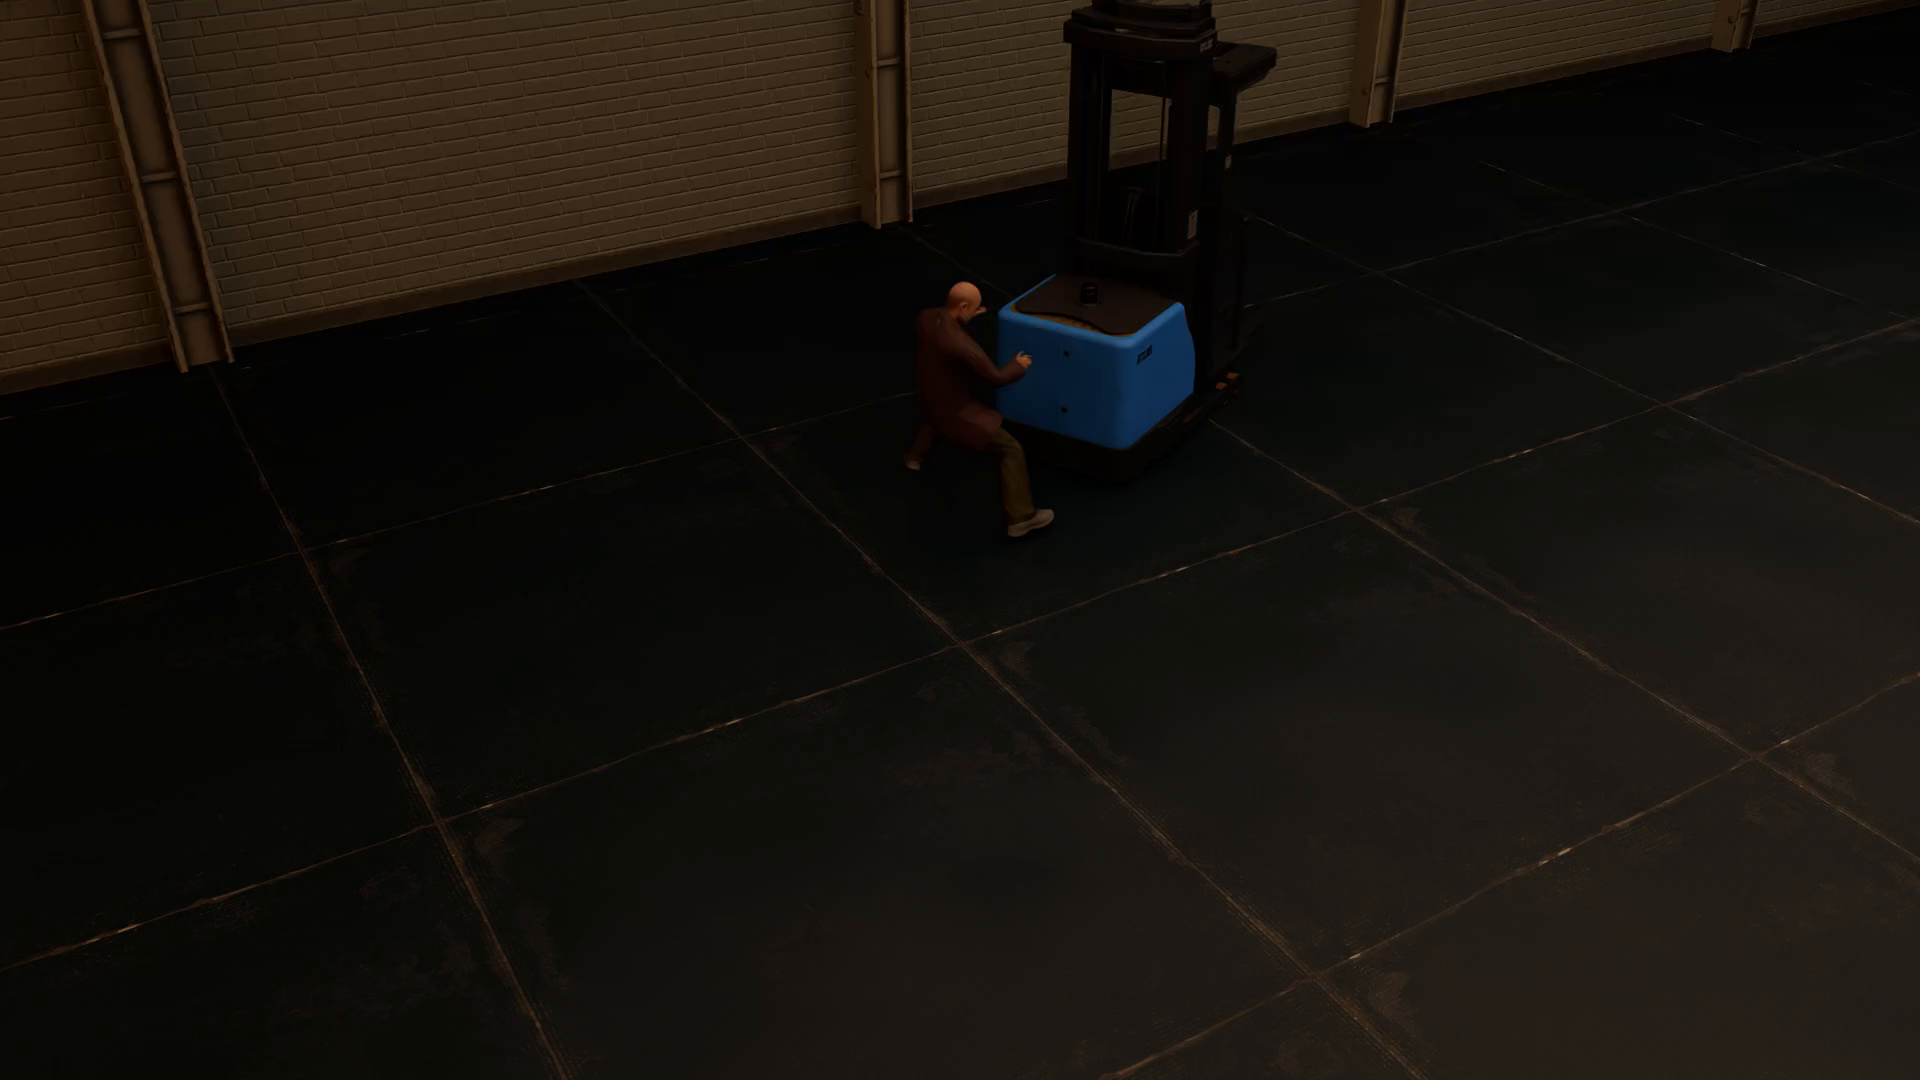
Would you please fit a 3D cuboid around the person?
[{"bbox_3d":[0.055,-0.950,10.525,0.713,1.523,1.267,-14,34,-21],"label":"person"}]

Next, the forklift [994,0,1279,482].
[{"bbox_3d":[1.438,-2.360,11.588,1.130,2.935,3.031,18,35,27],"label":"forklift"}]
